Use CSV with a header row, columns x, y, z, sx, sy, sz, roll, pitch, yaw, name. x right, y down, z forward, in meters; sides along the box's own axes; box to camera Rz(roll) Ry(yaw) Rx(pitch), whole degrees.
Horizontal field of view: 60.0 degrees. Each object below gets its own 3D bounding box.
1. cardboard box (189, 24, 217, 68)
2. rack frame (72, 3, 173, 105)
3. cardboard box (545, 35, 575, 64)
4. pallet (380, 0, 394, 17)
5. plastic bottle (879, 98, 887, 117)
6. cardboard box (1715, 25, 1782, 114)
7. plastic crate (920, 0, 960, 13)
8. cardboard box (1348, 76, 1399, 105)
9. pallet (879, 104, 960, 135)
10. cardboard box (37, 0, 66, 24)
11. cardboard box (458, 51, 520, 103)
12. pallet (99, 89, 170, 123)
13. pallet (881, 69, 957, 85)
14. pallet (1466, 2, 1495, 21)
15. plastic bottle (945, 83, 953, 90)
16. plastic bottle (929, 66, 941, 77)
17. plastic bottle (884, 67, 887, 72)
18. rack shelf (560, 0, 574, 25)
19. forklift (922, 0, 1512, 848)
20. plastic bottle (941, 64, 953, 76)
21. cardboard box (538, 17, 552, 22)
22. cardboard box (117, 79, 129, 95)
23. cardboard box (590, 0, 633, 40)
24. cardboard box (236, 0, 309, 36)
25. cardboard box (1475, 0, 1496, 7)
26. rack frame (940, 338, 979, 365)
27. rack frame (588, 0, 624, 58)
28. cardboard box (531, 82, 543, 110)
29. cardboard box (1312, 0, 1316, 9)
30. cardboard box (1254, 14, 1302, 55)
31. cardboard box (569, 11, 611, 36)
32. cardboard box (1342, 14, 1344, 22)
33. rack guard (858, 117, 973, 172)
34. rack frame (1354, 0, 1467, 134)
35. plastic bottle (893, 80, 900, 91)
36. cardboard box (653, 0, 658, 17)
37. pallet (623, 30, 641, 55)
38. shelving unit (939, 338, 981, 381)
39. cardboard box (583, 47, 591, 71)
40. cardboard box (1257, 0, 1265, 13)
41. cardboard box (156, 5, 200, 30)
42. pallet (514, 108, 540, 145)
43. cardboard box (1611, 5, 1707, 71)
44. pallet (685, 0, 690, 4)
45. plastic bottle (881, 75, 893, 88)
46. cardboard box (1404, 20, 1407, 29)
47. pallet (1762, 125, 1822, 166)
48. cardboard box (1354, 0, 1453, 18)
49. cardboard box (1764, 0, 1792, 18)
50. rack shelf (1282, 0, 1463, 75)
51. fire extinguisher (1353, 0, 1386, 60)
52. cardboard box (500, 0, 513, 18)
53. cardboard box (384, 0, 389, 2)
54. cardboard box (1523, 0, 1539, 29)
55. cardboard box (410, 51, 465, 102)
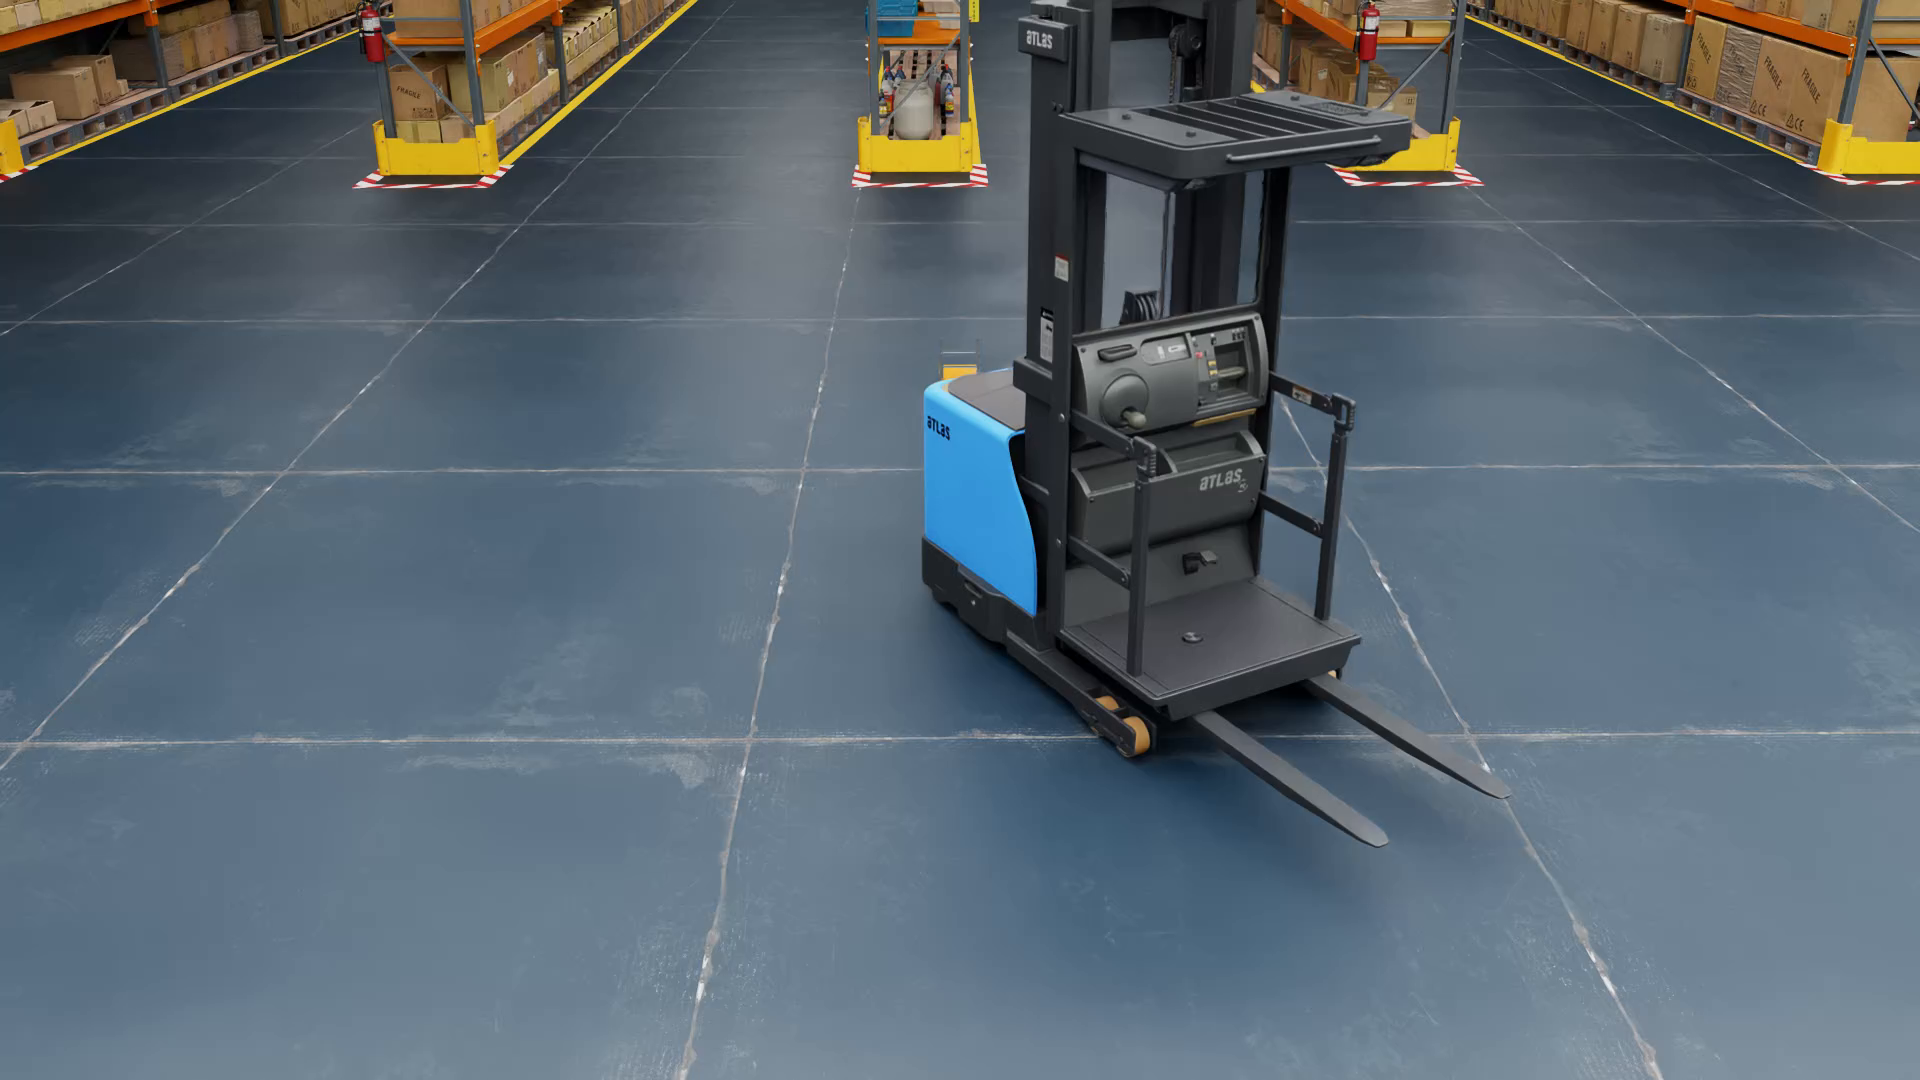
x,y,z,sx,sy,sz,roll,pitch,yaw,name
-10.406,-6.589,22.177,0.700,0.500,0.500,0,24,0,cardboard box
-10.361,-6.801,20.147,1.000,3.000,0.127,0,24,-1,rack frame
-5.163,-6.190,20.943,0.500,0.311,0.500,0,24,0,cardboard box
-10.378,-9.140,28.704,1.003,0.211,1.213,0,24,-1,pallet
-0.869,-4.877,18.756,0.097,0.201,0.097,0,24,0,plastic bottle
9.410,-5.441,19.208,0.875,0.875,0.875,0,24,0,cardboard box
-0.183,-6.057,18.823,0.530,0.136,0.437,0,24,-1,plastic crate
4.511,-4.775,18.192,0.500,0.500,0.500,6,25,13,cardboard box
-0.472,-4.794,19.093,1.003,0.211,1.213,0,24,-1,pallet
-10.024,-5.720,17.914,0.500,0.250,0.500,-1,24,-1,cardboard box
-5.173,-5.090,18.282,0.500,0.500,0.500,0,24,-1,cardboard box
-10.318,-5.254,20.110,1.003,0.211,1.213,0,24,-1,pallet
-0.502,-5.898,21.535,1.003,0.211,1.213,0,24,-1,pallet
9.329,-9.151,28.727,1.003,0.211,1.213,0,24,-1,pallet
-0.126,-5.169,19.315,0.097,0.271,0.097,0,24,0,plastic bottle
-0.303,-5.574,20.115,0.144,0.351,0.185,0,24,-1,plastic bottle
-0.889,-5.669,20.422,0.097,0.271,0.097,0,24,0,plastic bottle
-5.429,-7.321,22.170,1.077,0.370,4.000,0,24,-1,rack shelf
0.990,-0.665,6.663,1.130,2.935,3.031,-13,28,-27,forklift
-0.159,-5.575,20.116,0.144,0.351,0.185,-1,24,-2,plastic bottle
-5.721,-7.023,22.785,0.500,0.311,0.500,-1,24,-2,cardboard box
-10.325,-5.490,20.153,0.380,0.166,0.250,-3,25,-7,cardboard box
-5.170,-7.723,24.686,0.500,0.500,0.500,1,24,2,cardboard box
-10.281,-7.964,24.819,0.750,0.750,0.750,-1,24,-1,cardboard box
9.027,-9.197,28.395,0.380,0.149,0.250,0,24,0,cardboard box
-0.002,-0.551,8.694,0.200,1.050,0.008,0,24,-1,rack frame
-5.451,-8.473,23.844,1.000,3.000,0.127,0,24,-1,rack frame
-5.168,-5.161,19.348,0.500,0.250,0.500,0,24,-1,cardboard box
4.238,-6.148,19.009,0.380,0.149,0.250,0,24,-1,cardboard box
4.501,-7.073,23.248,0.700,0.500,0.500,-2,24,-5,cardboard box
-5.187,-7.238,23.260,0.500,0.311,0.500,-1,24,-1,cardboard box
4.328,-5.633,17.871,0.380,0.149,0.250,0,24,-1,cardboard box
-0.458,-4.089,17.185,1.175,0.500,0.348,0,24,-1,rack guard
4.542,-5.219,16.650,1.000,3.000,0.127,0,24,-1,rack frame
-0.706,-5.228,19.441,0.152,0.276,0.135,0,24,-1,plastic bottle
-5.206,-8.777,27.015,0.500,0.500,0.500,0,24,0,cardboard box
-5.421,-7.510,25.099,1.003,0.211,1.213,0,24,-1,pallet
-0.001,-0.500,8.582,0.215,1.050,0.252,0,24,-1,shelving unit
-5.177,-6.354,21.987,0.500,0.250,0.500,-1,24,-2,cardboard box
4.492,-7.643,23.599,0.500,0.250,0.500,1,24,2,cardboard box
-10.403,-6.903,21.962,0.500,0.250,0.500,-1,24,-2,cardboard box
-5.424,-4.722,18.935,1.003,0.211,1.213,0,24,-1,pallet
9.356,-6.667,22.072,1.050,0.750,0.750,0,24,-1,cardboard box
-5.528,-10.139,30.912,1.003,0.211,1.213,0,24,-1,pallet
-0.854,-5.251,19.402,0.144,0.351,0.185,0,24,-1,plastic bottle
4.794,-5.326,17.192,0.380,0.149,0.250,0,24,-1,cardboard box
9.416,-4.258,17.910,1.003,0.211,1.213,0,24,-1,pallet
4.564,-5.627,17.069,0.875,0.500,0.500,0,24,-1,cardboard box
9.498,-6.097,18.409,0.875,0.550,0.500,0,24,-1,cardboard box
4.520,-5.716,18.620,1.077,0.370,4.000,0,24,-1,rack shelf
4.083,-5.135,16.557,0.296,0.674,0.183,0,24,-1,fire extinguisher
-5.376,-6.052,18.370,0.700,0.500,0.500,0,24,1,cardboard box
-10.356,-9.665,29.004,0.700,0.500,0.500,0,24,-1,cardboard box
9.123,-8.251,25.876,0.500,0.500,0.500,-1,24,-3,cardboard box
-5.693,-5.088,18.277,0.500,0.500,0.500,0,24,-1,cardboard box
